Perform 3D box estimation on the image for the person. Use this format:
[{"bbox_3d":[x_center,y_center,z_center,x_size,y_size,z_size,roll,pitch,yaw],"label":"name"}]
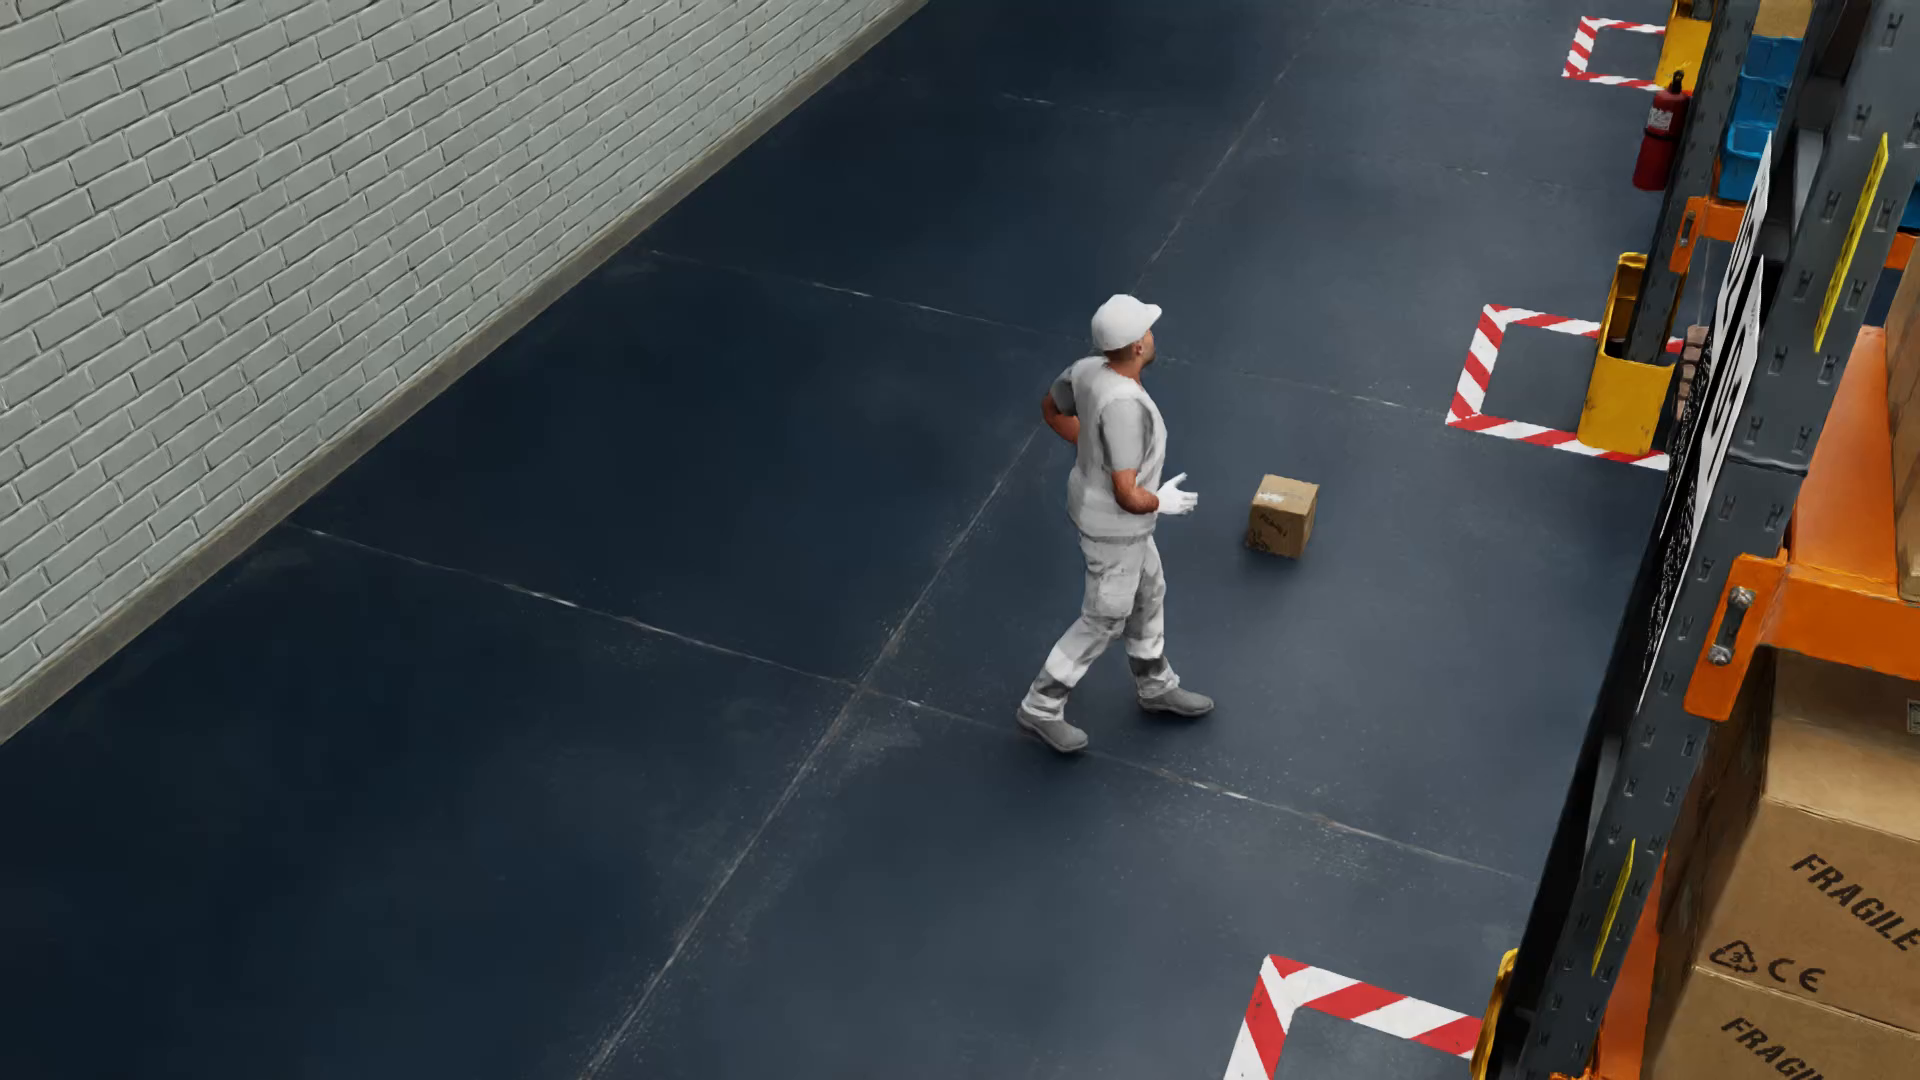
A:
[{"bbox_3d":[0.587,-0.078,6.215,0.822,1.776,0.719,-5,38,-7],"label":"person"}]
